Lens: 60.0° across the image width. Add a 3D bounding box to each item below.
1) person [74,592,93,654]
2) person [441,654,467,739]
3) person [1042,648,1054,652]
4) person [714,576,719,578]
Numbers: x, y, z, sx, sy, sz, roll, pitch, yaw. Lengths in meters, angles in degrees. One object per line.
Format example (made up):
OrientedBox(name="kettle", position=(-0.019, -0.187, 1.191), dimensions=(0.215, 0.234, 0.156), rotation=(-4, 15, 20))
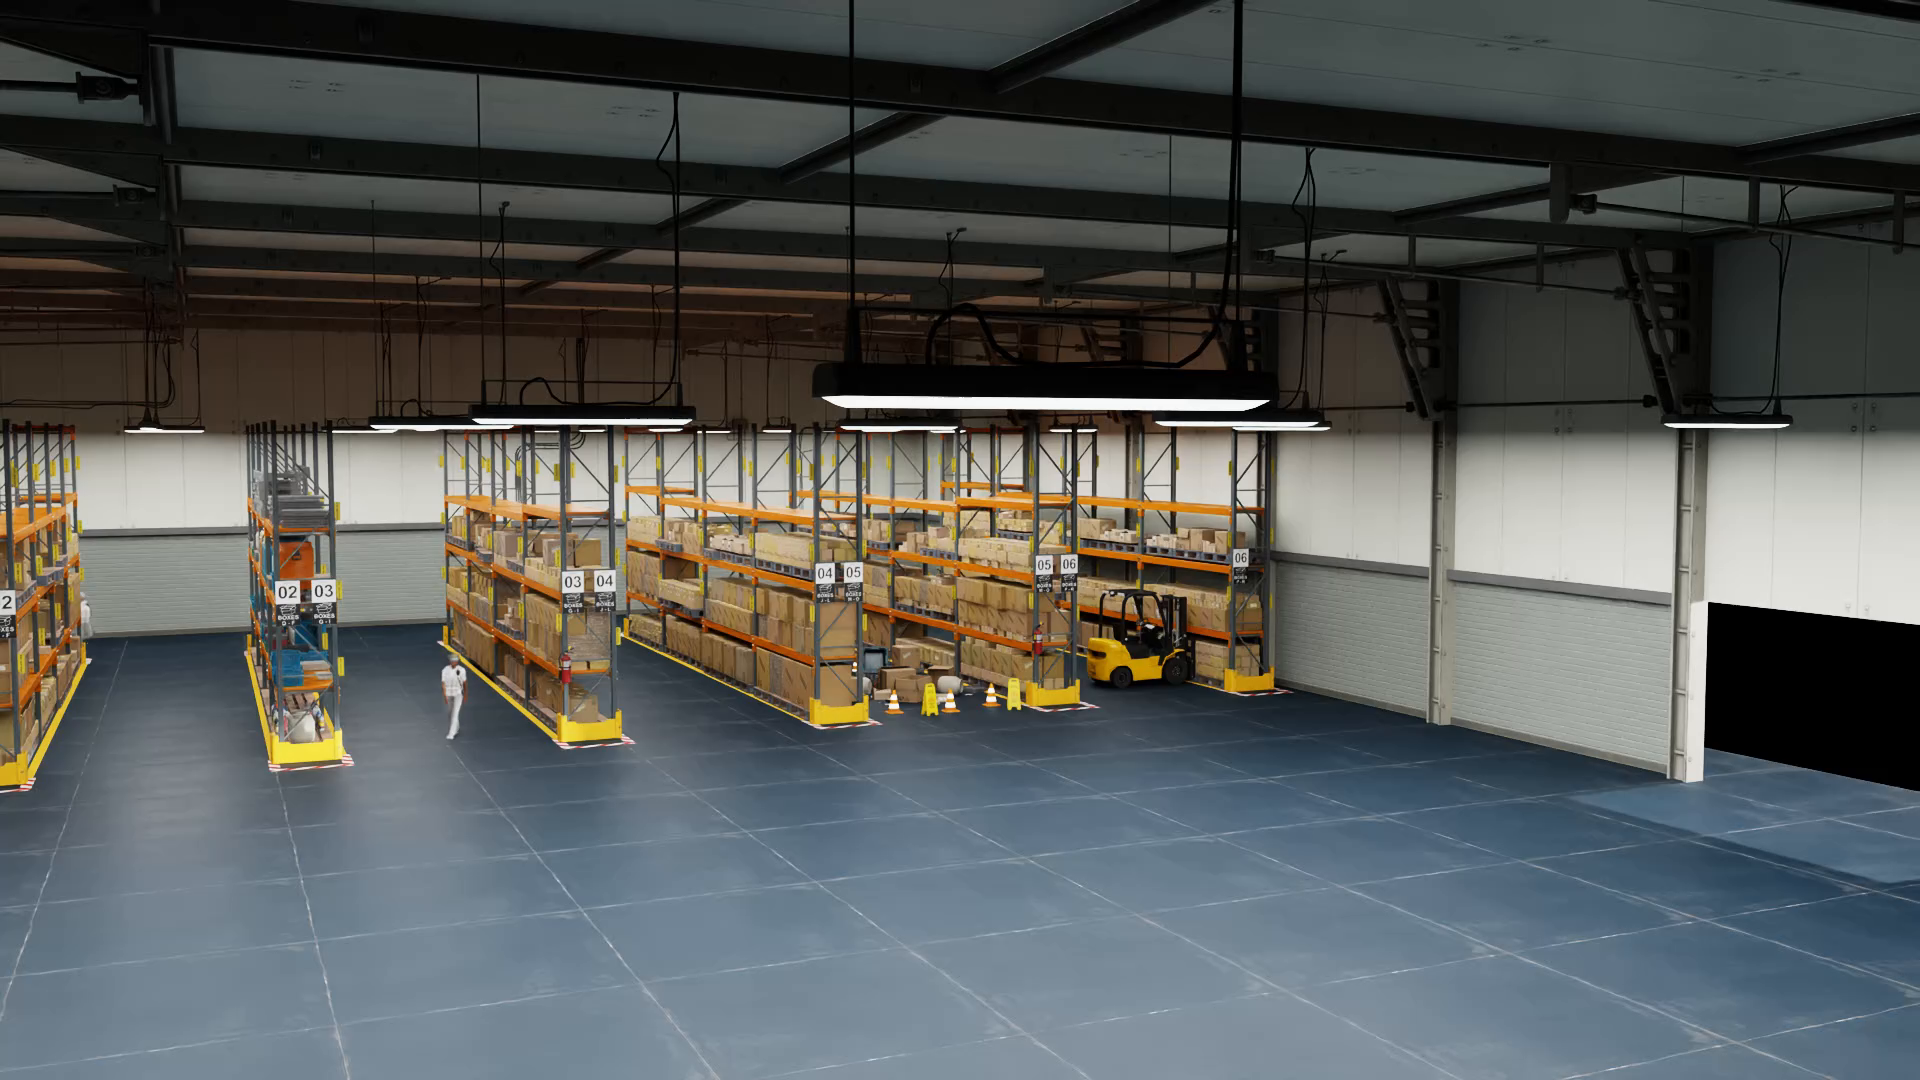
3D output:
OrientedBox(name="person", position=(-23.002, 2.163, 43.459), dimensions=(0.512, 1.651, 0.485), rotation=(1, 4, 20))
OrientedBox(name="person", position=(-9.617, 2.944, 31.555), dimensions=(0.438, 1.581, 1.073), rotation=(0, 4, -2))
OrientedBox(name="person", position=(2.059, 2.489, 39.822), dimensions=(0.507, 1.502, 0.749), rotation=(-1, 4, -21))
OrientedBox(name="person", position=(-7.010, 1.888, 48.250), dimensions=(0.373, 1.678, 0.476), rotation=(1, 4, 13))
